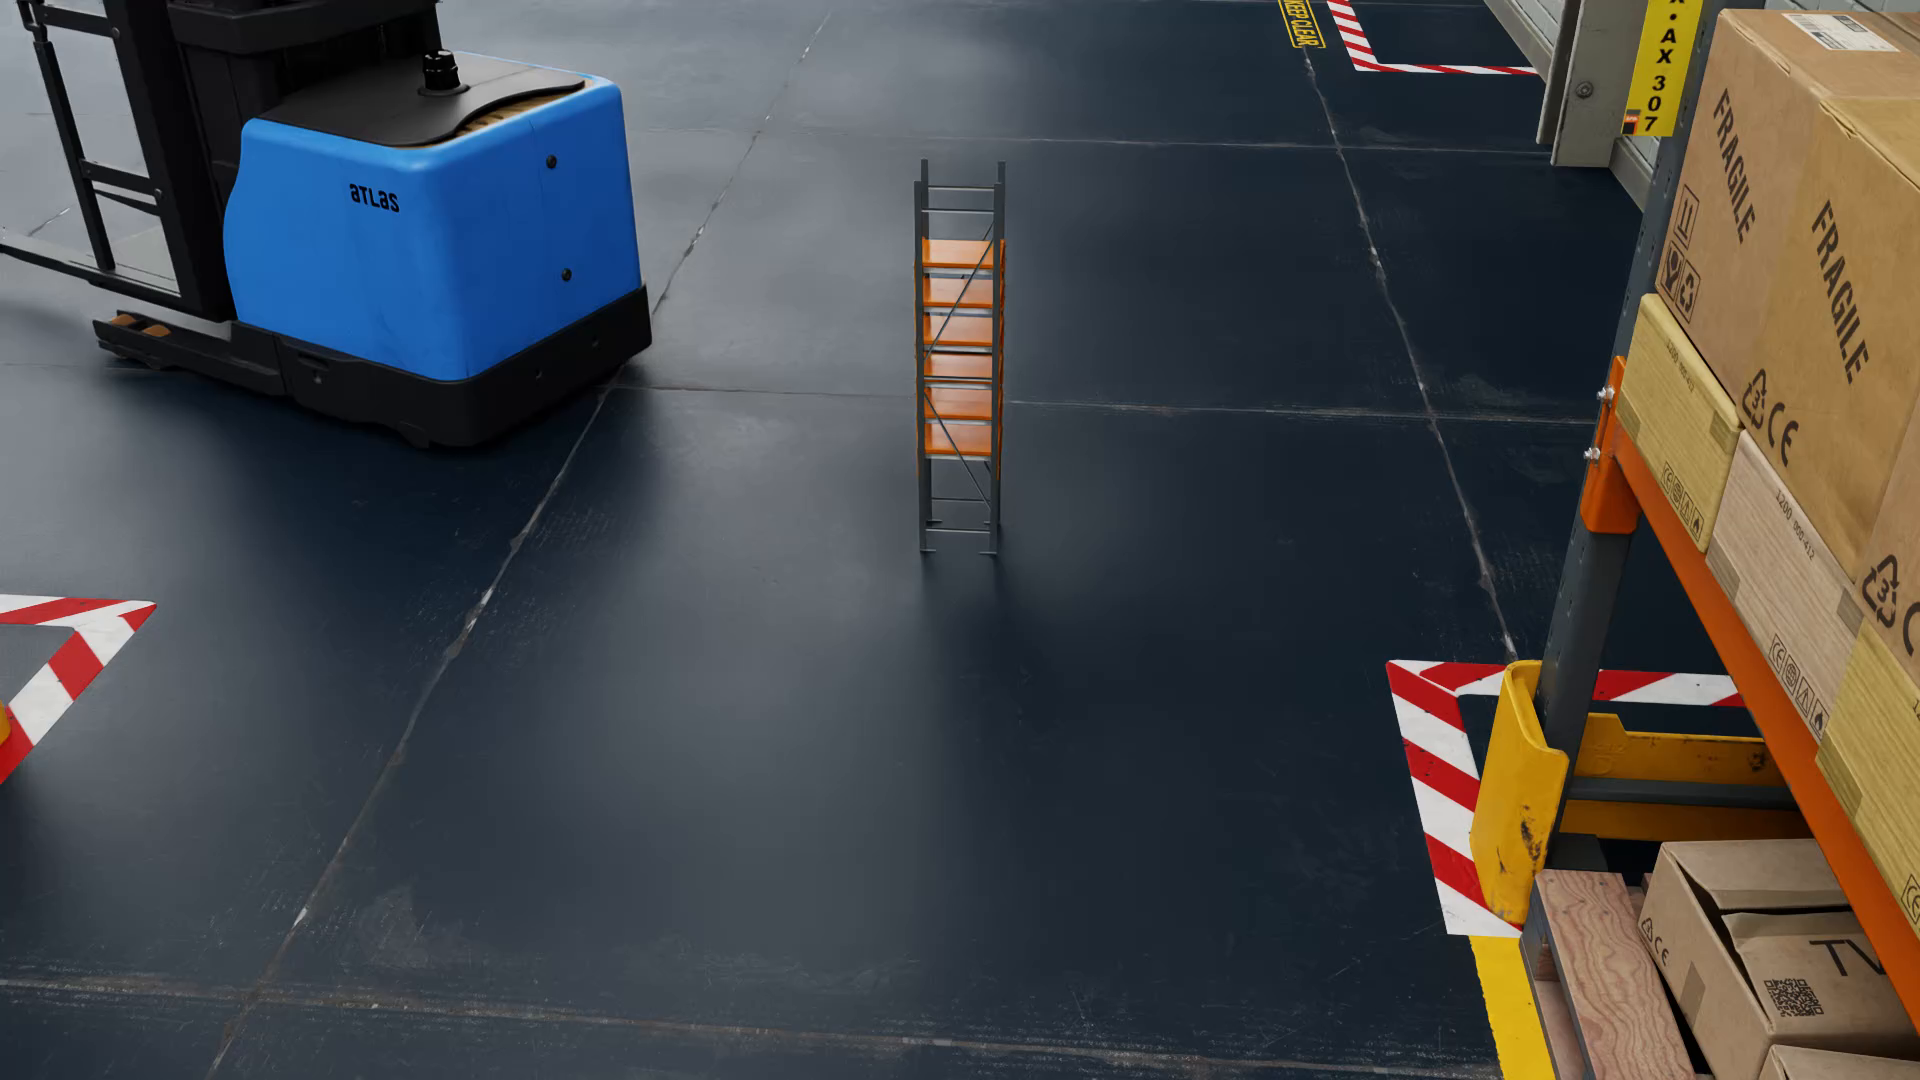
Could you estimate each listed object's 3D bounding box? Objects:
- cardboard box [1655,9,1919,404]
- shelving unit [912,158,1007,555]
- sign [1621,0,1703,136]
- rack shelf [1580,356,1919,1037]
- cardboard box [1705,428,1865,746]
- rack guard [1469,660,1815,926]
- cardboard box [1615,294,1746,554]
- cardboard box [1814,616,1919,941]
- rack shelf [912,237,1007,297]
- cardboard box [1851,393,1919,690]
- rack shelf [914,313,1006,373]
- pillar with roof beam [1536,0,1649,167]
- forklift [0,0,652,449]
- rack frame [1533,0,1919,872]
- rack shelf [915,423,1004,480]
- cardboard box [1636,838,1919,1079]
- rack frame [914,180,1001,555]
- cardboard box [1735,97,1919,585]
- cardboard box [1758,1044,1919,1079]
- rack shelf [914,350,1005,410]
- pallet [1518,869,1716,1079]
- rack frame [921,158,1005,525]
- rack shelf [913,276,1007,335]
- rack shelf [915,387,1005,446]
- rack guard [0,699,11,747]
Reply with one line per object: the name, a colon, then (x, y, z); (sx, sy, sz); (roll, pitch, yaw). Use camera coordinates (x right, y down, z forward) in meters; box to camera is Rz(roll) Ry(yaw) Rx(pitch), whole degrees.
cardboard box: (1.485, -0.528, 2.657); (0.500, 0.500, 0.500); (2, 32, 4)
shelving unit: (0.001, -0.518, 4.947); (0.258, 1.200, 0.189); (2, 32, 4)
sign: (1.283, -0.892, 3.014); (0.100, 0.325, 0.005); (2, 32, 4)
rack shelf: (1.661, 0.851, 1.695); (1.077, 0.370, 4.000); (2, 32, 4)
cardboard box: (1.439, 0.068, 2.404); (0.500, 0.250, 0.500); (2, 32, 2)
rack guard: (1.817, 0.603, 3.795); (1.175, 0.500, 0.348); (2, 32, 4)
cardboard box: (1.467, -0.204, 2.846); (0.500, 0.250, 0.500); (2, 32, 3)
cardboard box: (1.392, 0.334, 1.972); (0.500, 0.250, 0.500); (2, 32, 3)
rack shelf: (0.001, -0.787, 4.782); (0.258, 0.103, 0.180); (2, 32, 4)
cardboard box: (1.387, 0.000, 1.800); (0.500, 0.500, 0.500); (1, 32, 2)
rack shelf: (0.001, -0.583, 4.908); (0.258, 0.103, 0.180); (2, 32, 4)
pillar with roof beam: (-1.173, -5.973, 6.365); (9.100, 9.000, 0.400); (2, 32, 4)
forklift: (-2.710, -2.113, 5.885); (3.031, 2.935, 1.130); (17, 35, 25)
rack frame: (1.824, -0.501, 3.204); (1.000, 3.000, 0.127); (2, 32, 4)
rack shelf: (0.001, -0.276, 5.097); (0.258, 0.103, 0.180); (2, 32, 4)
cardboard box: (1.678, 0.814, 3.213); (0.500, 0.311, 0.500); (-1, 32, -2)
rack frame: (-0.006, -0.471, 4.870); (0.240, 1.200, 0.006); (2, 32, 4)
cardboard box: (1.435, -0.270, 2.238); (0.500, 0.500, 0.500); (3, 32, 4)
cardboard box: (1.631, 1.113, 2.729); (0.500, 0.311, 0.500); (5, 32, 8)
rack shelf: (0.001, -0.481, 4.971); (0.258, 0.103, 0.180); (2, 32, 4)
pallet: (1.716, 1.149, 3.184); (1.003, 0.211, 1.213); (2, 32, 4)
rack frame: (0.009, -0.566, 5.025); (0.240, 1.200, 0.006); (2, 32, 4)
rack shelf: (0.001, -0.685, 4.845); (0.258, 0.103, 0.180); (2, 32, 4)
rack shelf: (0.001, -0.378, 5.034); (0.258, 0.103, 0.180); (2, 32, 4)
rack guard: (-3.112, 0.341, 4.220); (1.175, 0.500, 0.348); (2, 32, 4)
